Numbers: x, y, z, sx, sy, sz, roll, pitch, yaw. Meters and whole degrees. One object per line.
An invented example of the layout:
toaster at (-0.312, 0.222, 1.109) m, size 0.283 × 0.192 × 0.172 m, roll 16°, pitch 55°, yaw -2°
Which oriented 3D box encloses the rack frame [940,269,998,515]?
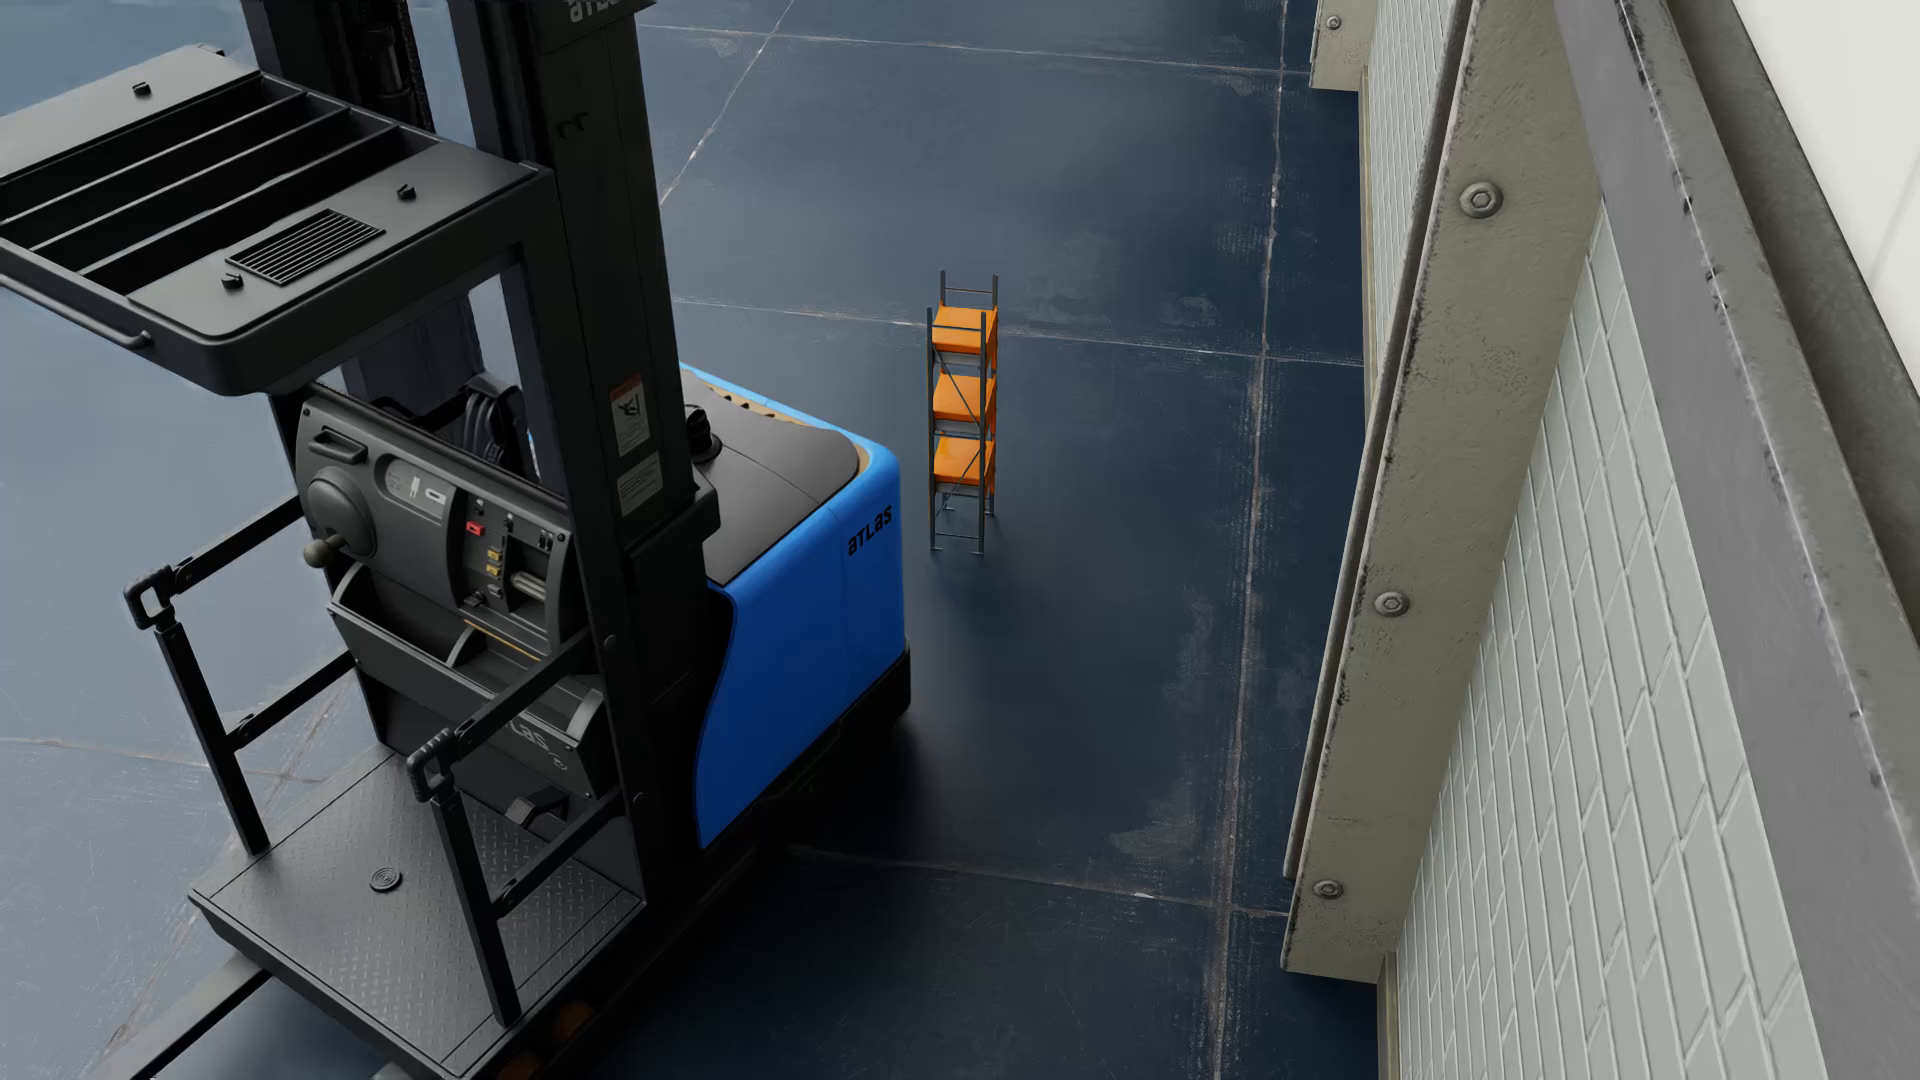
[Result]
rack frame at (0.030, -0.515, 6.049) m, size 0.200 × 1.050 × 0.008 m, roll 6°, pitch 40°, yaw 8°

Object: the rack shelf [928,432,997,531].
rack shelf at (0.009, -0.216, 6.140) m, size 0.215 × 0.259 × 0.240 m, roll 6°, pitch 40°, yaw 8°

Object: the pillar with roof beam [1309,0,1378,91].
pillar with roof beam at (-2.097, -6.585, 7.153) m, size 9.100 × 9.000 × 0.400 m, roll 6°, pitch 40°, yaw 8°

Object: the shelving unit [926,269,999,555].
shelving unit at (0.009, -0.438, 5.956) m, size 0.215 × 1.050 × 0.252 m, roll 6°, pitch 40°, yaw 8°

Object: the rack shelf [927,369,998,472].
rack shelf at (0.009, -0.430, 5.963) m, size 0.215 × 0.259 × 0.240 m, roll 6°, pitch 40°, yaw 8°

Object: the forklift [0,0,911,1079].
forklift at (-1.404, 0.044, 3.897) m, size 1.130 × 2.935 × 3.031 m, roll 23°, pitch 45°, yaw 26°

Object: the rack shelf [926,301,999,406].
rack shelf at (0.009, -0.649, 5.782) m, size 0.215 × 0.259 × 0.240 m, roll 6°, pitch 40°, yaw 8°

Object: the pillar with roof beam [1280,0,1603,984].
pillar with roof beam at (-3.136, -2.820, 2.598) m, size 9.100 × 9.000 × 0.400 m, roll 6°, pitch 40°, yaw 8°

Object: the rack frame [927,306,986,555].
rack frame at (-0.012, -0.362, 5.863) m, size 0.200 × 1.050 × 0.008 m, roll 6°, pitch 40°, yaw 8°
